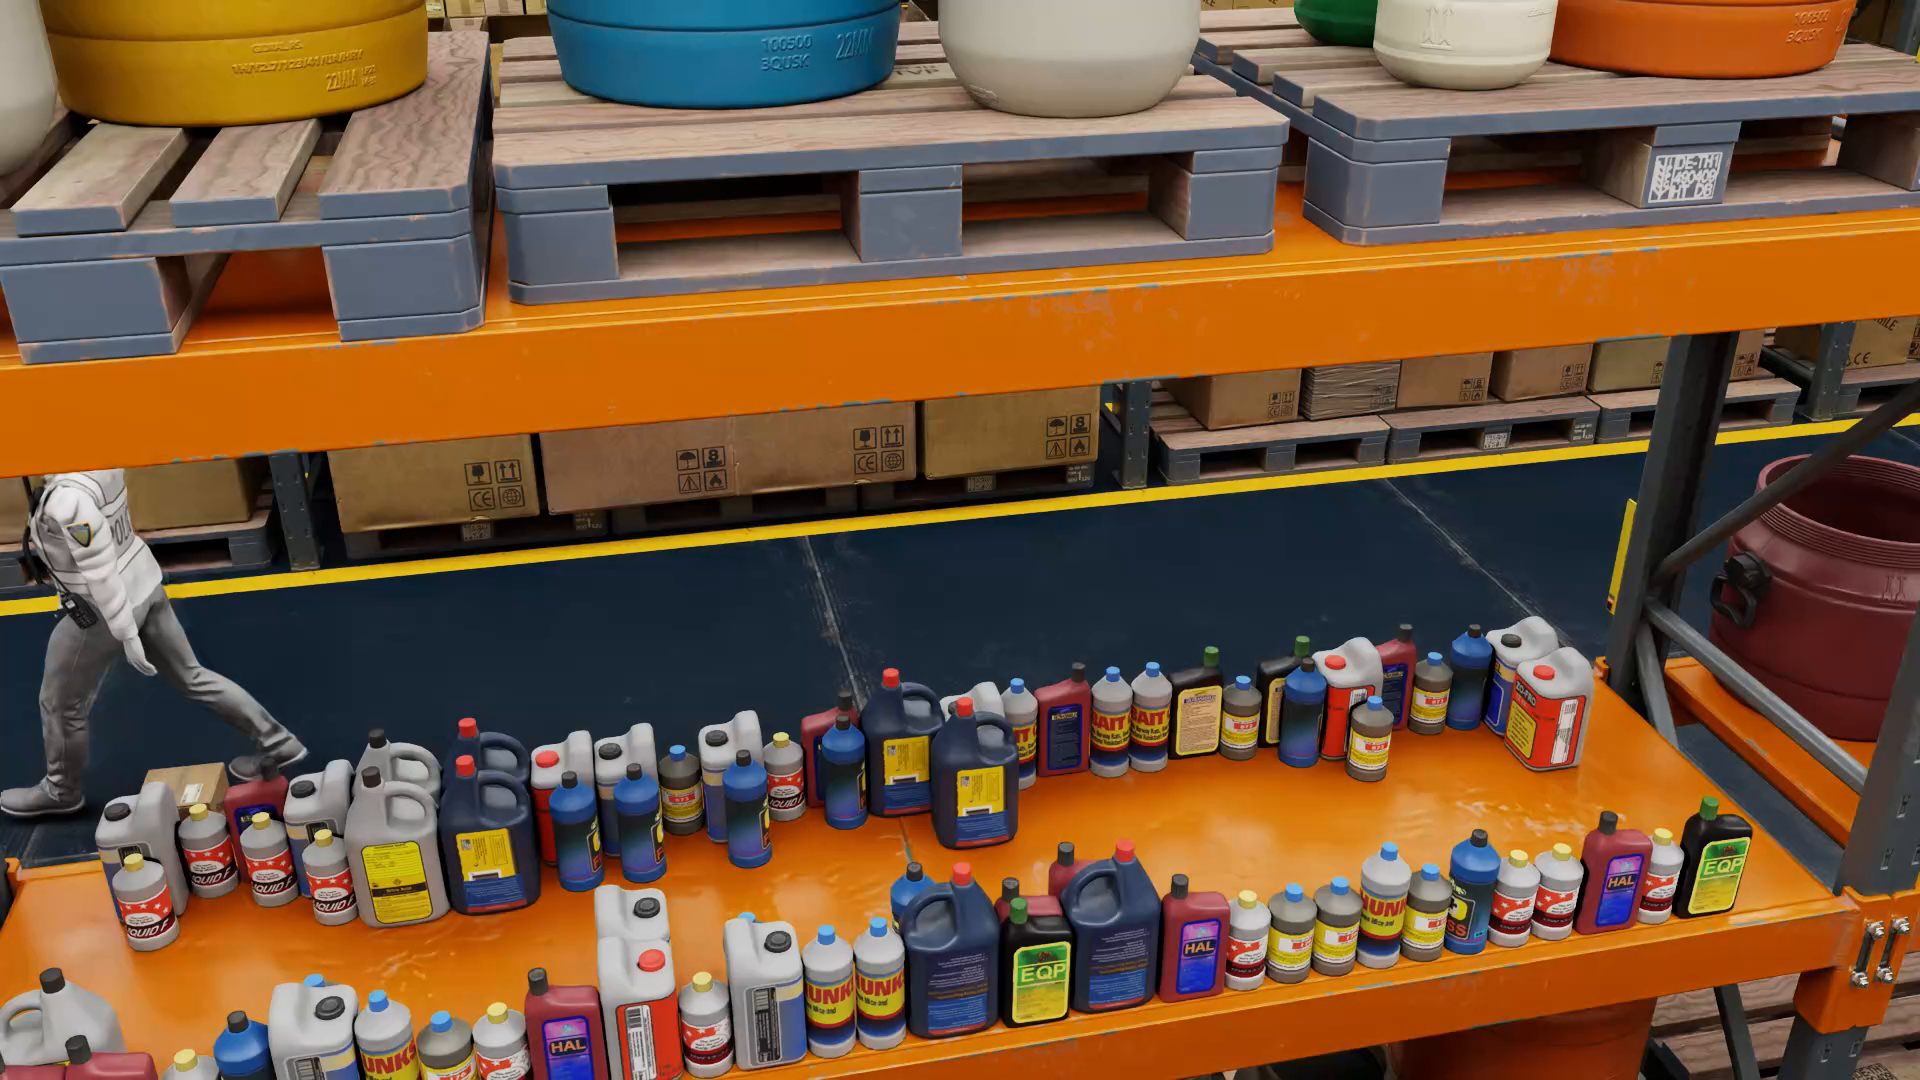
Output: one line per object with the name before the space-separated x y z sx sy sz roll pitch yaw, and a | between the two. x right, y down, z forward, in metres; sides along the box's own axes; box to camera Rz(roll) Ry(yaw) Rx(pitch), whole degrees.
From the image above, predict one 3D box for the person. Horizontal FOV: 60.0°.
person | -2.924 0.196 5.710 1.043 1.629 0.515 -1 27 -2
